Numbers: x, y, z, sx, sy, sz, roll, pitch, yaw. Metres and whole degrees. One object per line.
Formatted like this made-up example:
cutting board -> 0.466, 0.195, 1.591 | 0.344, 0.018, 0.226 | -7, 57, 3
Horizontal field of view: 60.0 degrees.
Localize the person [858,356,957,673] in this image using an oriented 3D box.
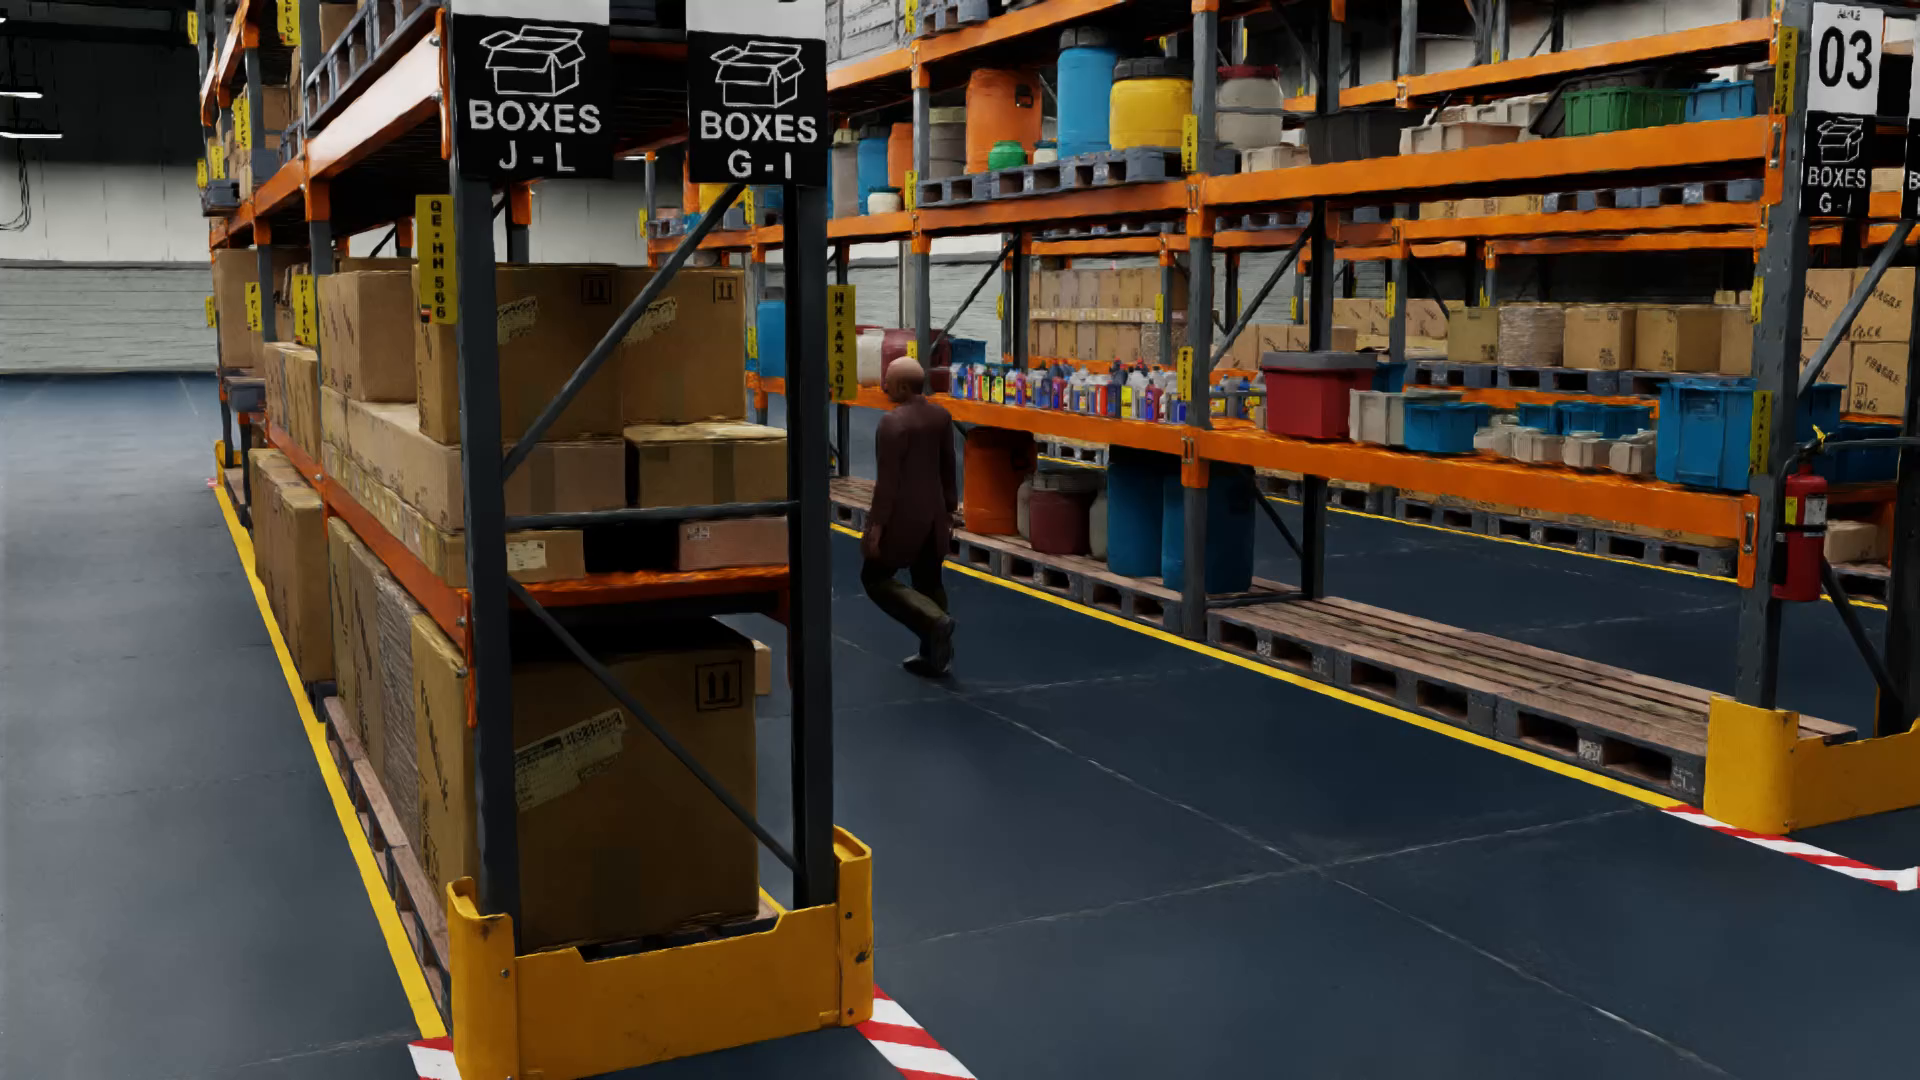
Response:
person -> -0.246, -0.108, 9.046 | 0.572, 1.776, 0.676 | 7, 11, 38
